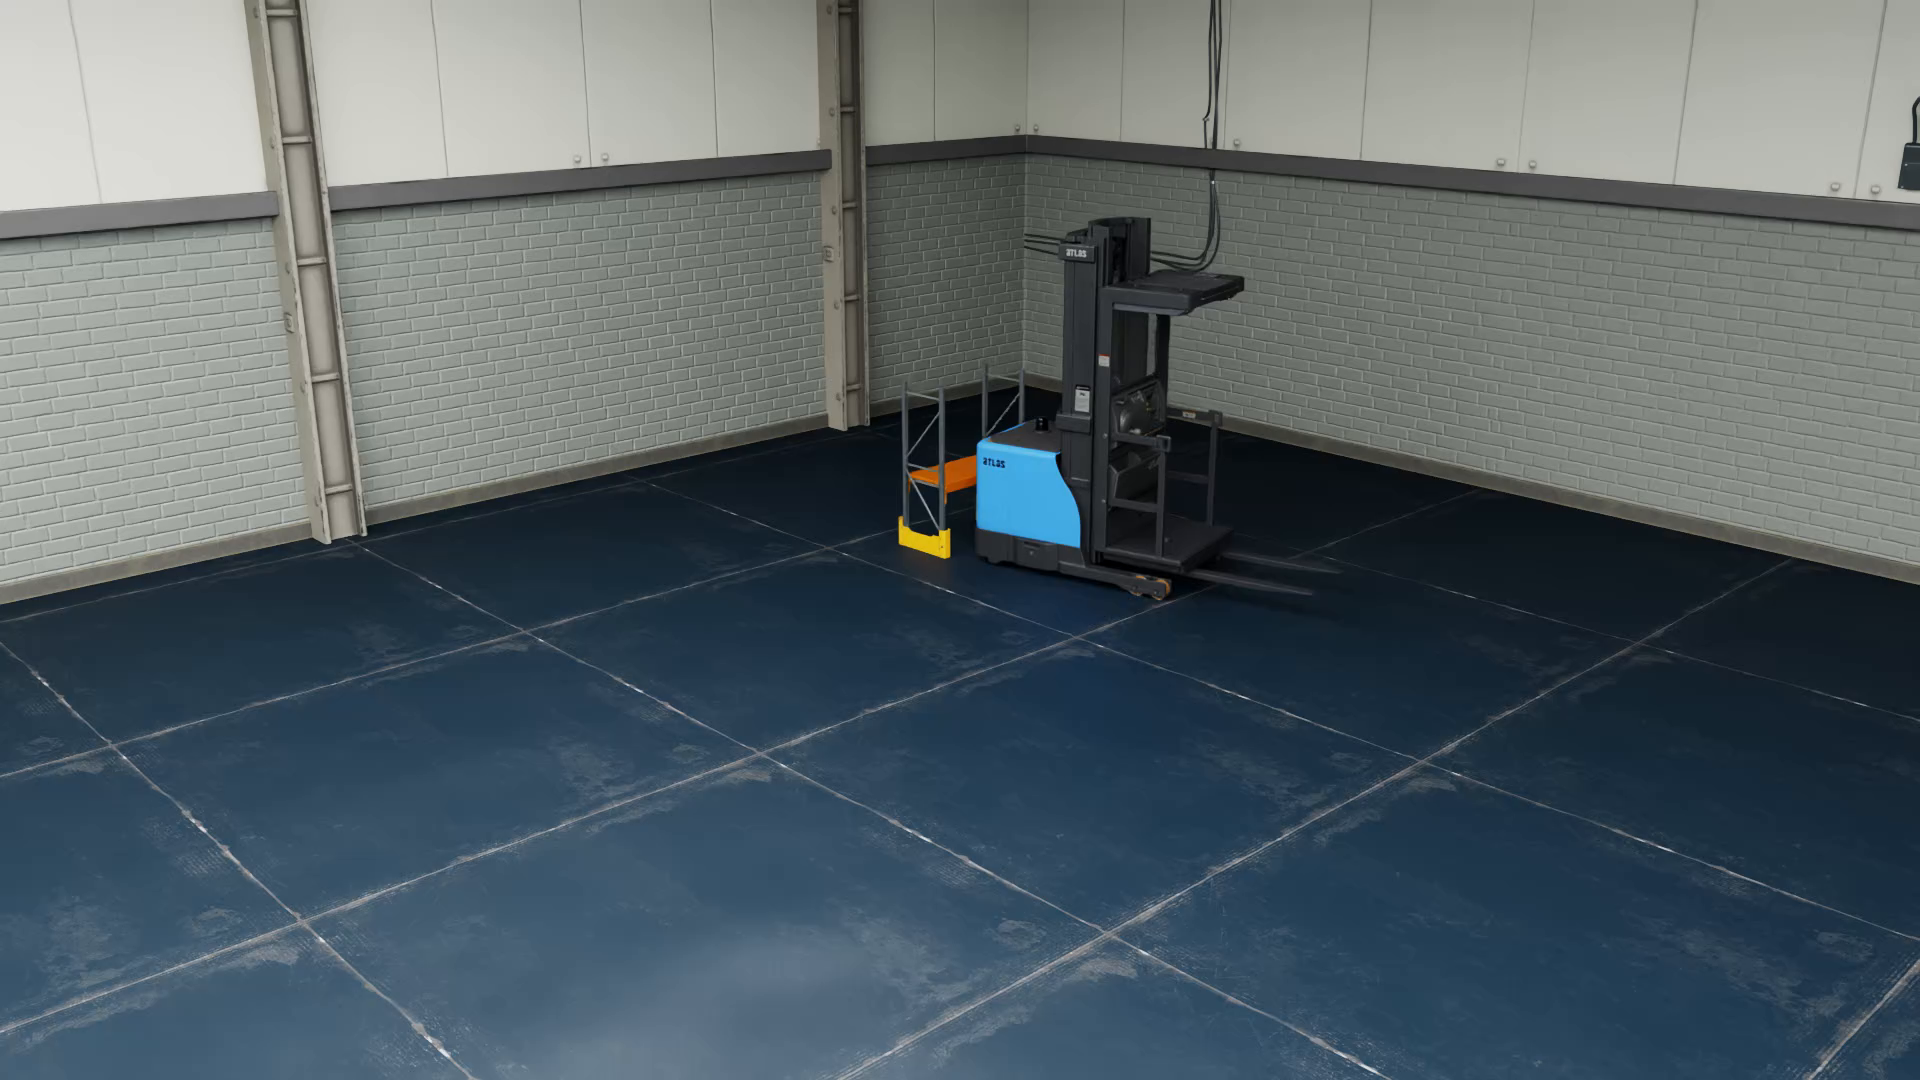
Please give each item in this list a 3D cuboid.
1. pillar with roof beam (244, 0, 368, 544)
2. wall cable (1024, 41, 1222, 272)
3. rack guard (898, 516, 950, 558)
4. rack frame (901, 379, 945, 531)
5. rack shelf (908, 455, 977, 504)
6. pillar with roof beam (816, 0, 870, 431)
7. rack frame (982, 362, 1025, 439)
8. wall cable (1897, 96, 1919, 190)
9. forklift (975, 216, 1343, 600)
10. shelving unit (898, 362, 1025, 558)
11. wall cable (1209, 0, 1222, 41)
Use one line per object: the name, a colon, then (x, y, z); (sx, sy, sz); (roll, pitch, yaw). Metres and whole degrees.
pillar with roof beam: (-2.676, -3.354, 10.738); (0.400, 9.000, 9.100); (-16, 24, -41)
wall cable: (1.775, -4.441, 19.125); (0.112, 2.526, 3.097); (-16, 24, -41)
rack guard: (-0.316, -0.028, 14.665); (0.587, 0.250, 0.087); (17, 24, 42)
rack frame: (-0.317, -0.622, 14.471); (0.500, 1.500, 0.032); (17, 24, 42)
rack shelf: (0.037, -0.563, 14.874); (0.538, 0.185, 1.000); (17, 24, 42)
pillar with roof beam: (1.683, -4.625, 14.659); (0.400, 9.000, 9.100); (-16, 24, -41)
rack frame: (0.391, -0.847, 15.165); (0.500, 1.500, 0.032); (17, 24, 42)
wall cable: (8.286, -5.405, 11.550); (0.169, 6.003, 2.305); (-16, 24, -41)
forklift: (1.648, -1.094, 13.606); (3.031, 2.935, 1.130); (11, 21, 30)
shelving unit: (0.031, -0.732, 14.812); (0.587, 1.500, 1.083); (17, 24, 42)
wall cable: (3.634, -6.237, 16.476); (0.112, 2.526, 3.097); (-16, 24, -41)
